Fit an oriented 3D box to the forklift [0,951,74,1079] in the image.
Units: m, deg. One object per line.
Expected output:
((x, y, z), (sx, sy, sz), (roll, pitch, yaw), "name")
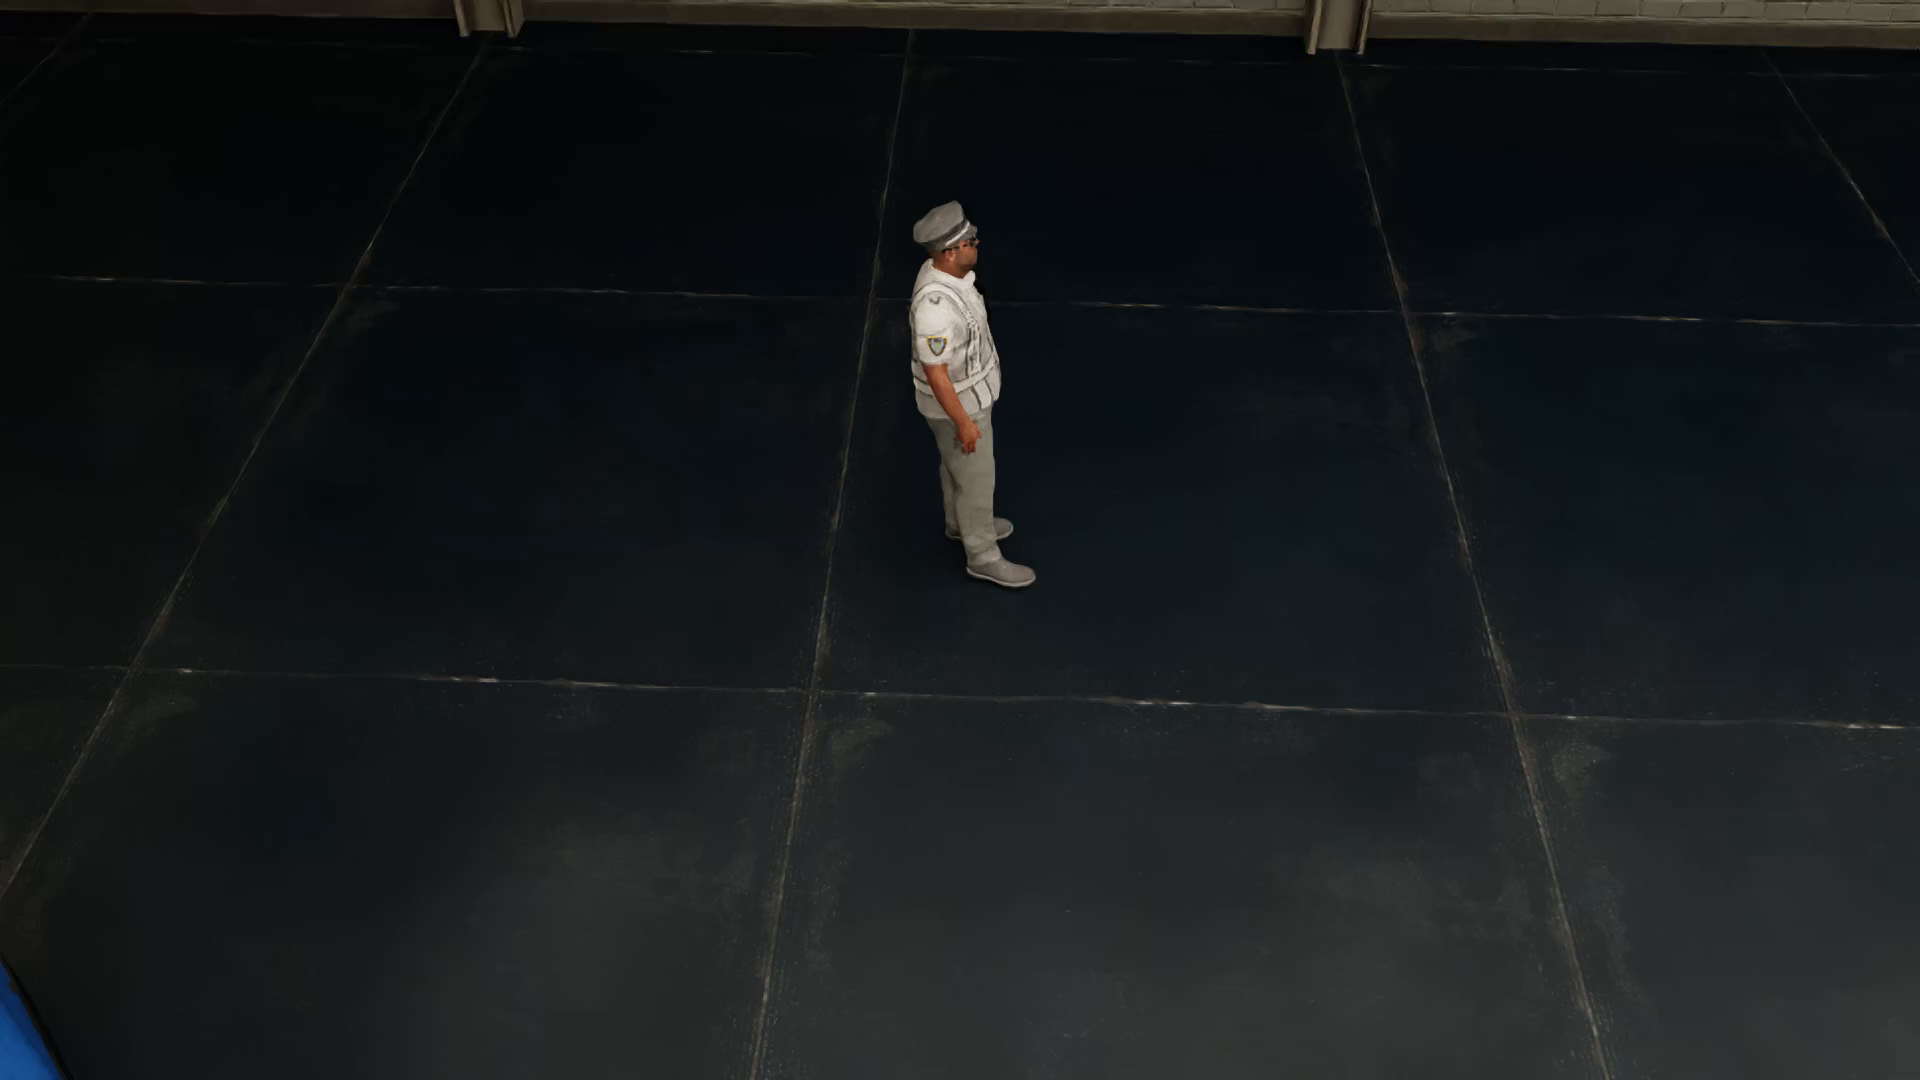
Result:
((-4.257, 1.477, 4.124), (3.031, 2.935, 1.130), (-31, 51, -29), "forklift")

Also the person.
((0.077, -0.654, 7.299), (0.574, 1.781, 0.640), (2, 42, 2), "person")
